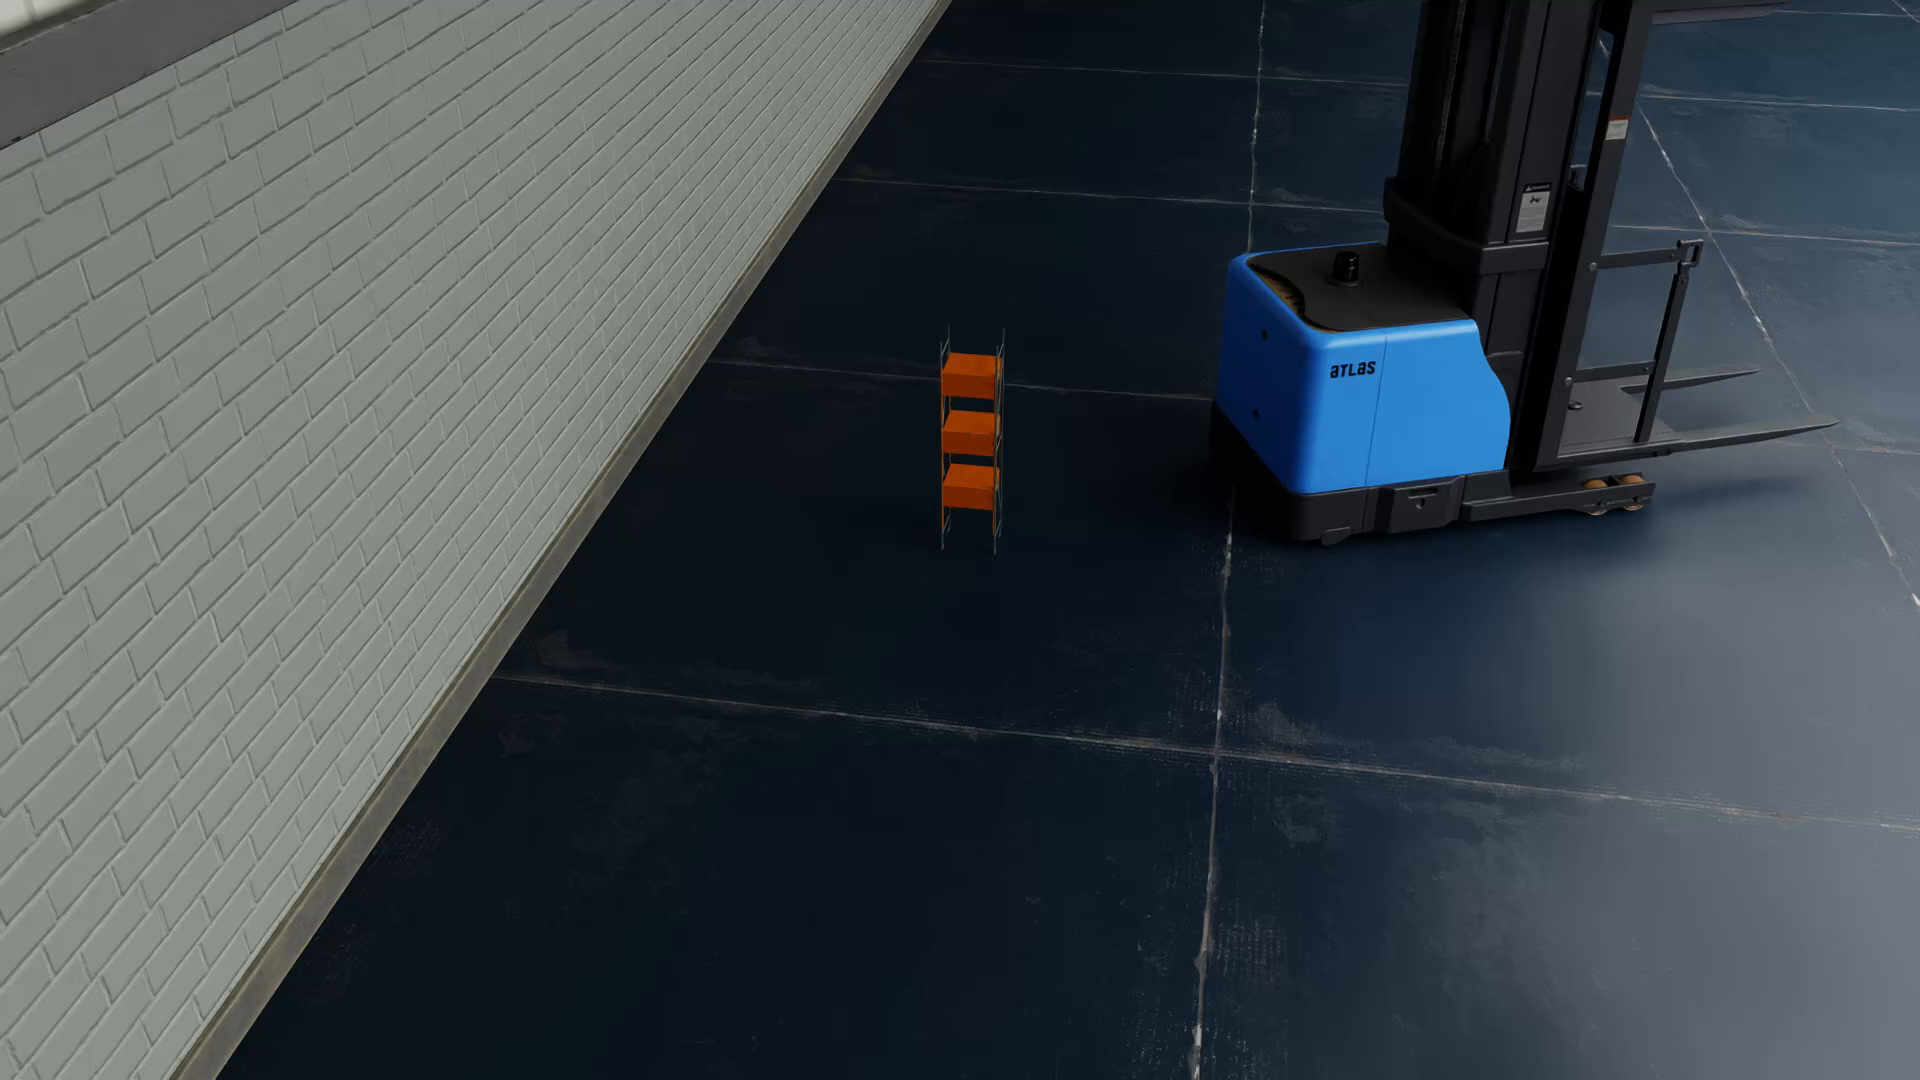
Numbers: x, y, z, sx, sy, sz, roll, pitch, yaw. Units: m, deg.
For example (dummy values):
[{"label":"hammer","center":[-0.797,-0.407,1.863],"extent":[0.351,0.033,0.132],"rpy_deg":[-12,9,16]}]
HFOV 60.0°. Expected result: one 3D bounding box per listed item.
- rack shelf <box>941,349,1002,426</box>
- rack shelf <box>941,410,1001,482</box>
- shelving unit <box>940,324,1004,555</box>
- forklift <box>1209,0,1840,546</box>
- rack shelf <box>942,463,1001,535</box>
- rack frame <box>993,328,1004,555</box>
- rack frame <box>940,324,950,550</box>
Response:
[{"label":"rack shelf","center":[0.053,-0.672,7.319],"extent":[0.240,0.259,0.215],"rpy_deg":[5,32,8]},{"label":"rack shelf","center":[0.053,-0.431,7.469],"extent":[0.240,0.259,0.215],"rpy_deg":[5,32,8]},{"label":"shelving unit","center":[0.053,-0.440,7.464],"extent":[0.252,1.050,0.215],"rpy_deg":[5,32,8]},{"label":"forklift","center":[2.829,-1.624,7.583],"extent":[3.031,2.935,1.130],"rpy_deg":[-7,33,-12]},{"label":"rack shelf","center":[0.053,-0.196,7.617],"extent":[0.240,0.259,0.215],"rpy_deg":[5,32,8]},{"label":"rack frame","center":[0.173,-0.429,7.446],"extent":[0.008,1.050,0.200],"rpy_deg":[5,32,8]},{"label":"rack frame","center":[-0.068,-0.451,7.481],"extent":[0.008,1.050,0.200],"rpy_deg":[5,32,8]}]
